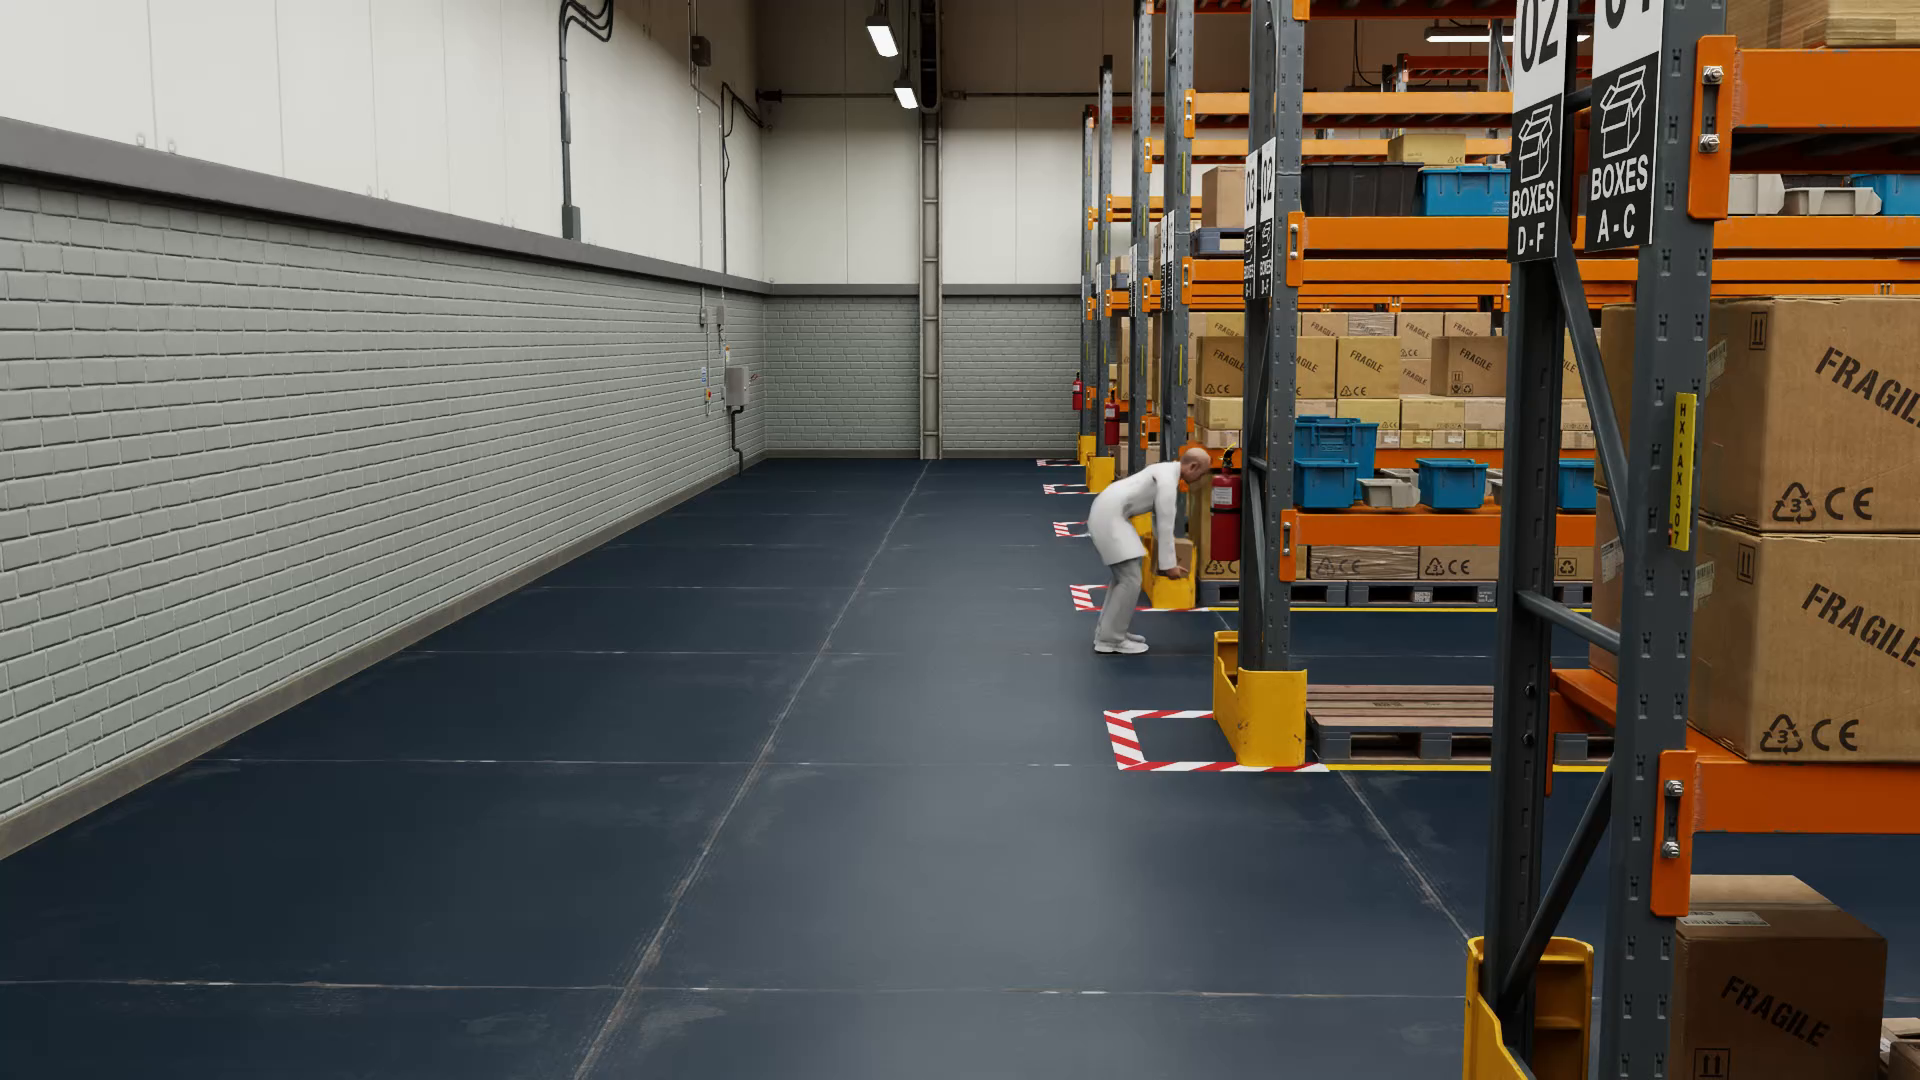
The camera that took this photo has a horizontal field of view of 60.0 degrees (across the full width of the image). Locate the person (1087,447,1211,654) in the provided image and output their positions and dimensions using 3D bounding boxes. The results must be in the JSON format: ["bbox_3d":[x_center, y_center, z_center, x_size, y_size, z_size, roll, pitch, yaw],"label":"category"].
[{"bbox_3d":[1.328,0.067,11.693,0.860,1.435,0.526,0,7,0],"label":"person"}]
